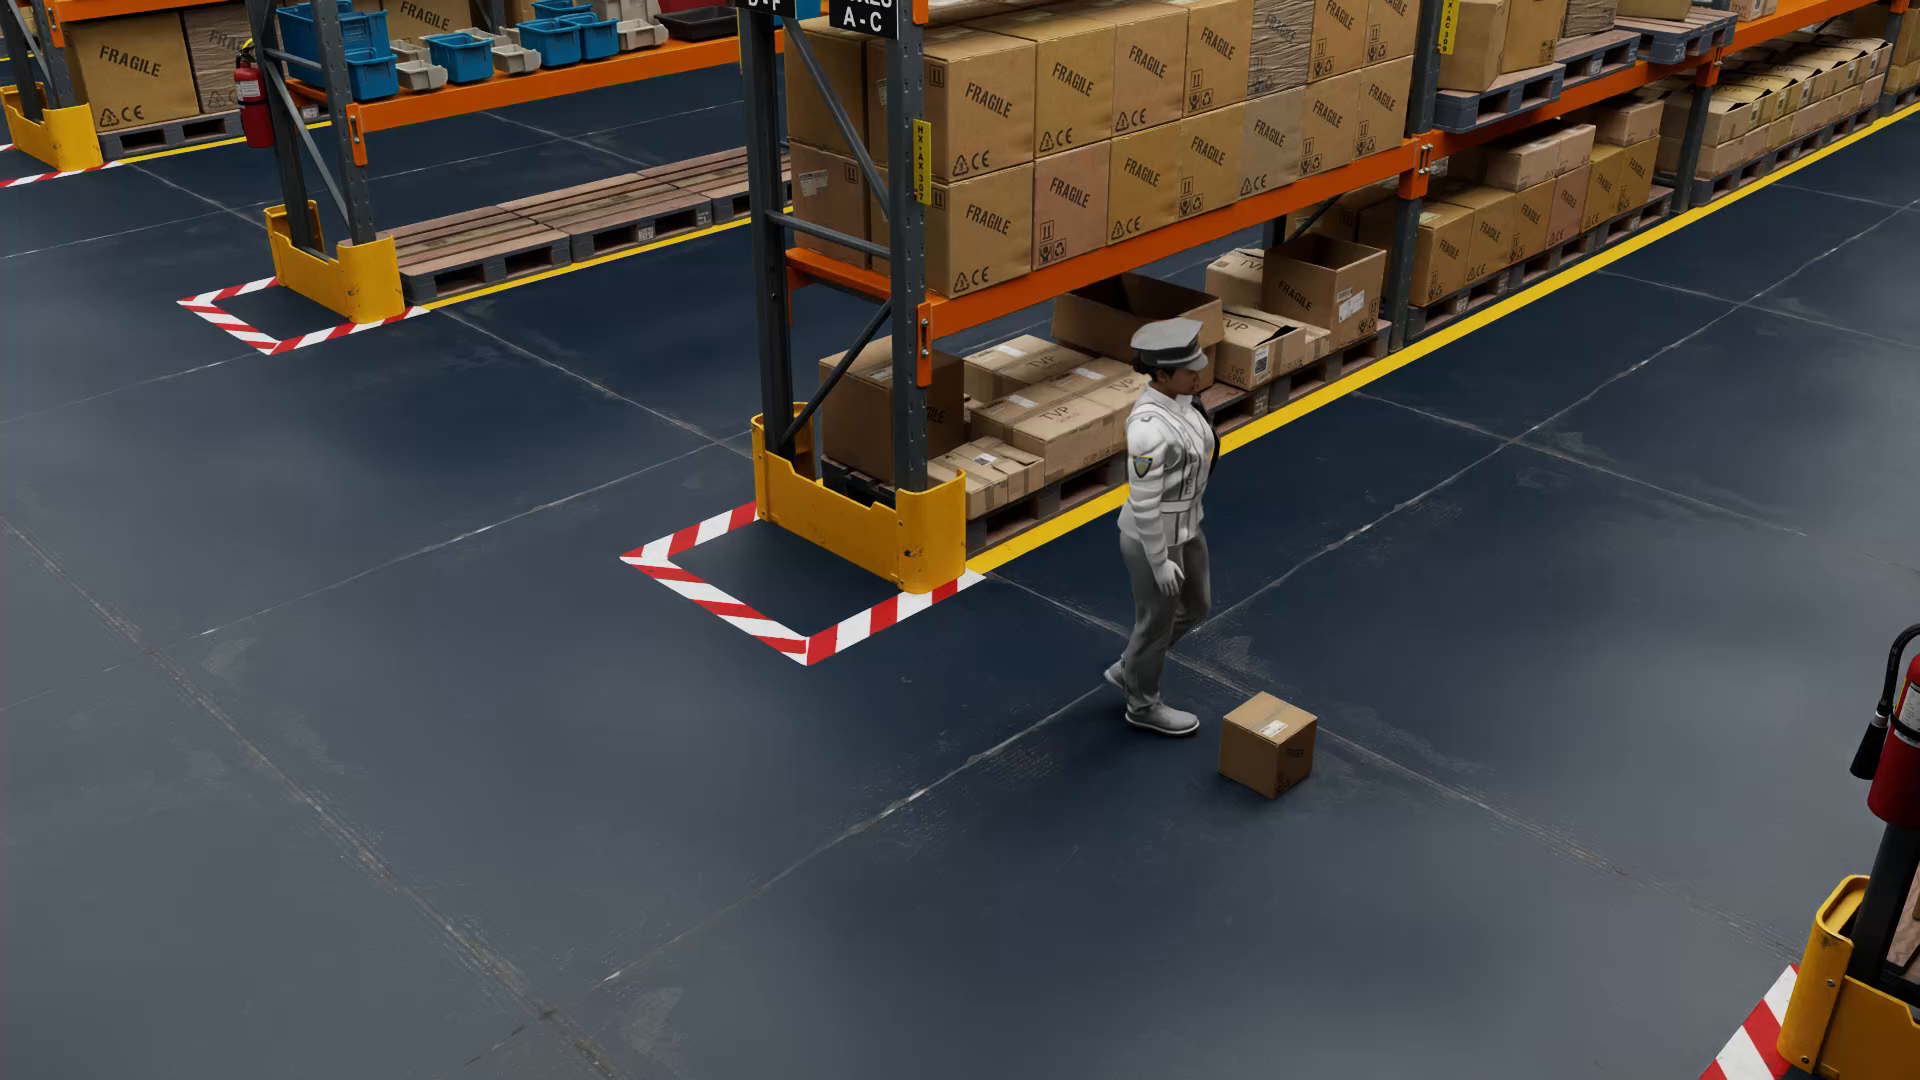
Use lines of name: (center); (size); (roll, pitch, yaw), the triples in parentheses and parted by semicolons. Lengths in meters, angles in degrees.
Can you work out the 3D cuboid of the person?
person: (0.732, -0.011, 6.122); (0.400, 1.692, 0.501); (10, 30, 18)
